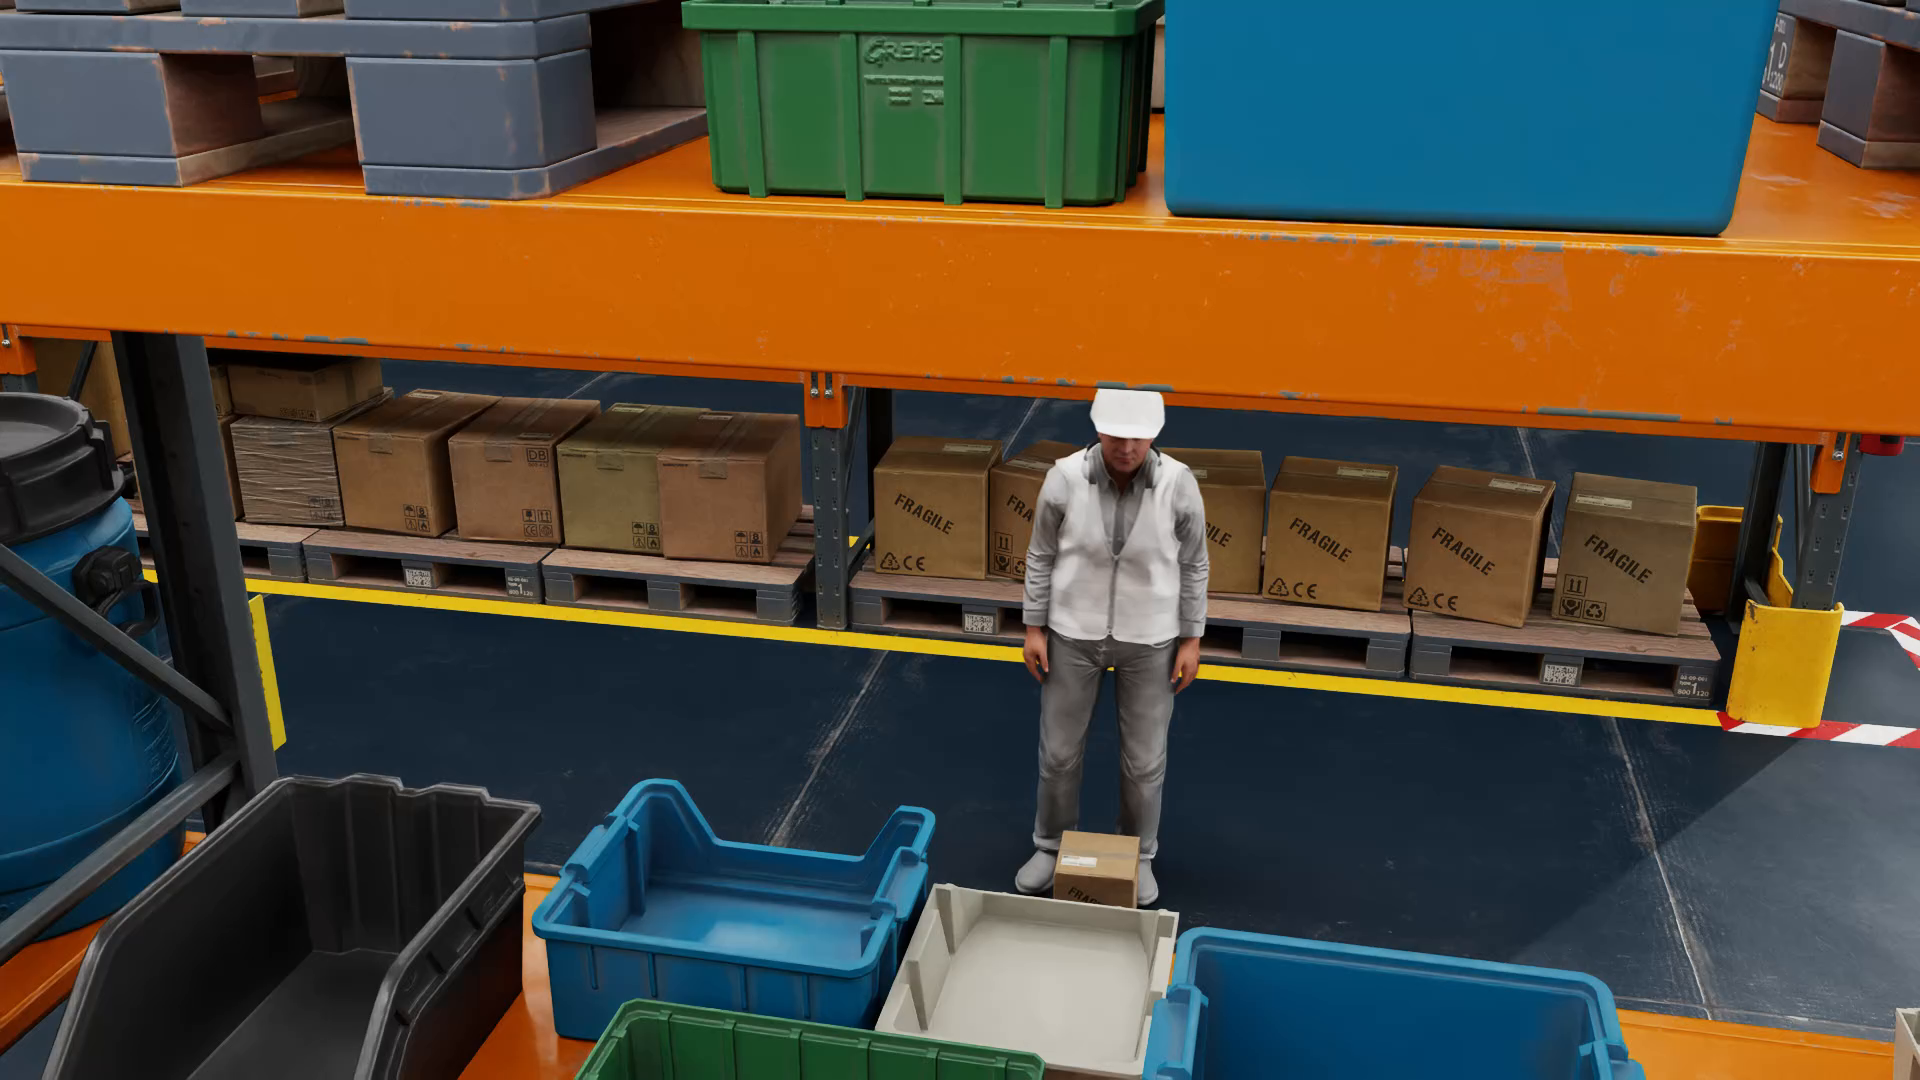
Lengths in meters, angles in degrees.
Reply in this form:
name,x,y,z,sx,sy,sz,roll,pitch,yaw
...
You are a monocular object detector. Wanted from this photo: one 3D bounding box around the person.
name,x,y,z,sx,sy,sz,roll,pitch,yaw
person,0.484,0.307,5.268,0.582,1.769,0.465,3,22,8
